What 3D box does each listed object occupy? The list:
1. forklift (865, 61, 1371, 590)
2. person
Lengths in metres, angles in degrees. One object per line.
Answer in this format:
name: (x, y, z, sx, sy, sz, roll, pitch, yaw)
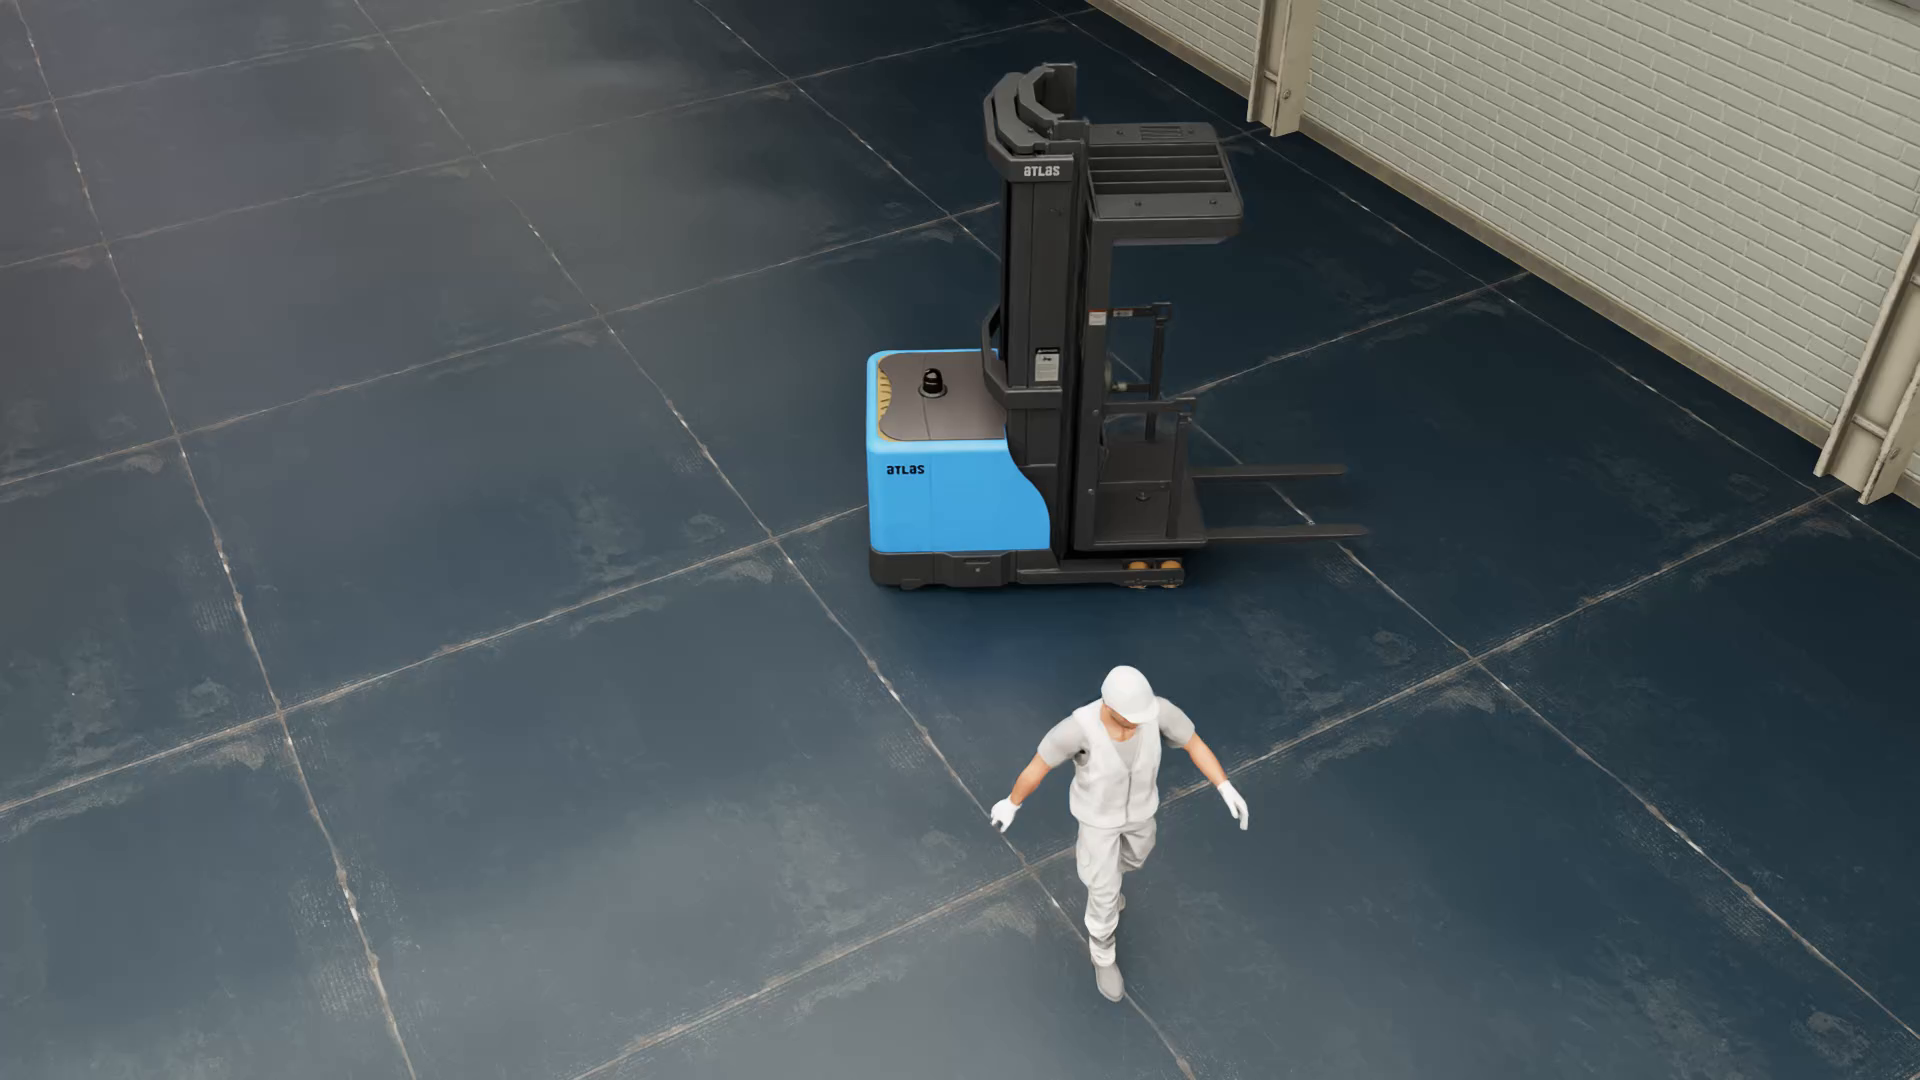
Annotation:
forklift: (0.958, -1.174, 9.451, 3.031, 2.935, 1.130, -1, 40, -2)
person: (0.686, 1.250, 7.457, 0.996, 1.762, 0.762, -13, 41, -15)
